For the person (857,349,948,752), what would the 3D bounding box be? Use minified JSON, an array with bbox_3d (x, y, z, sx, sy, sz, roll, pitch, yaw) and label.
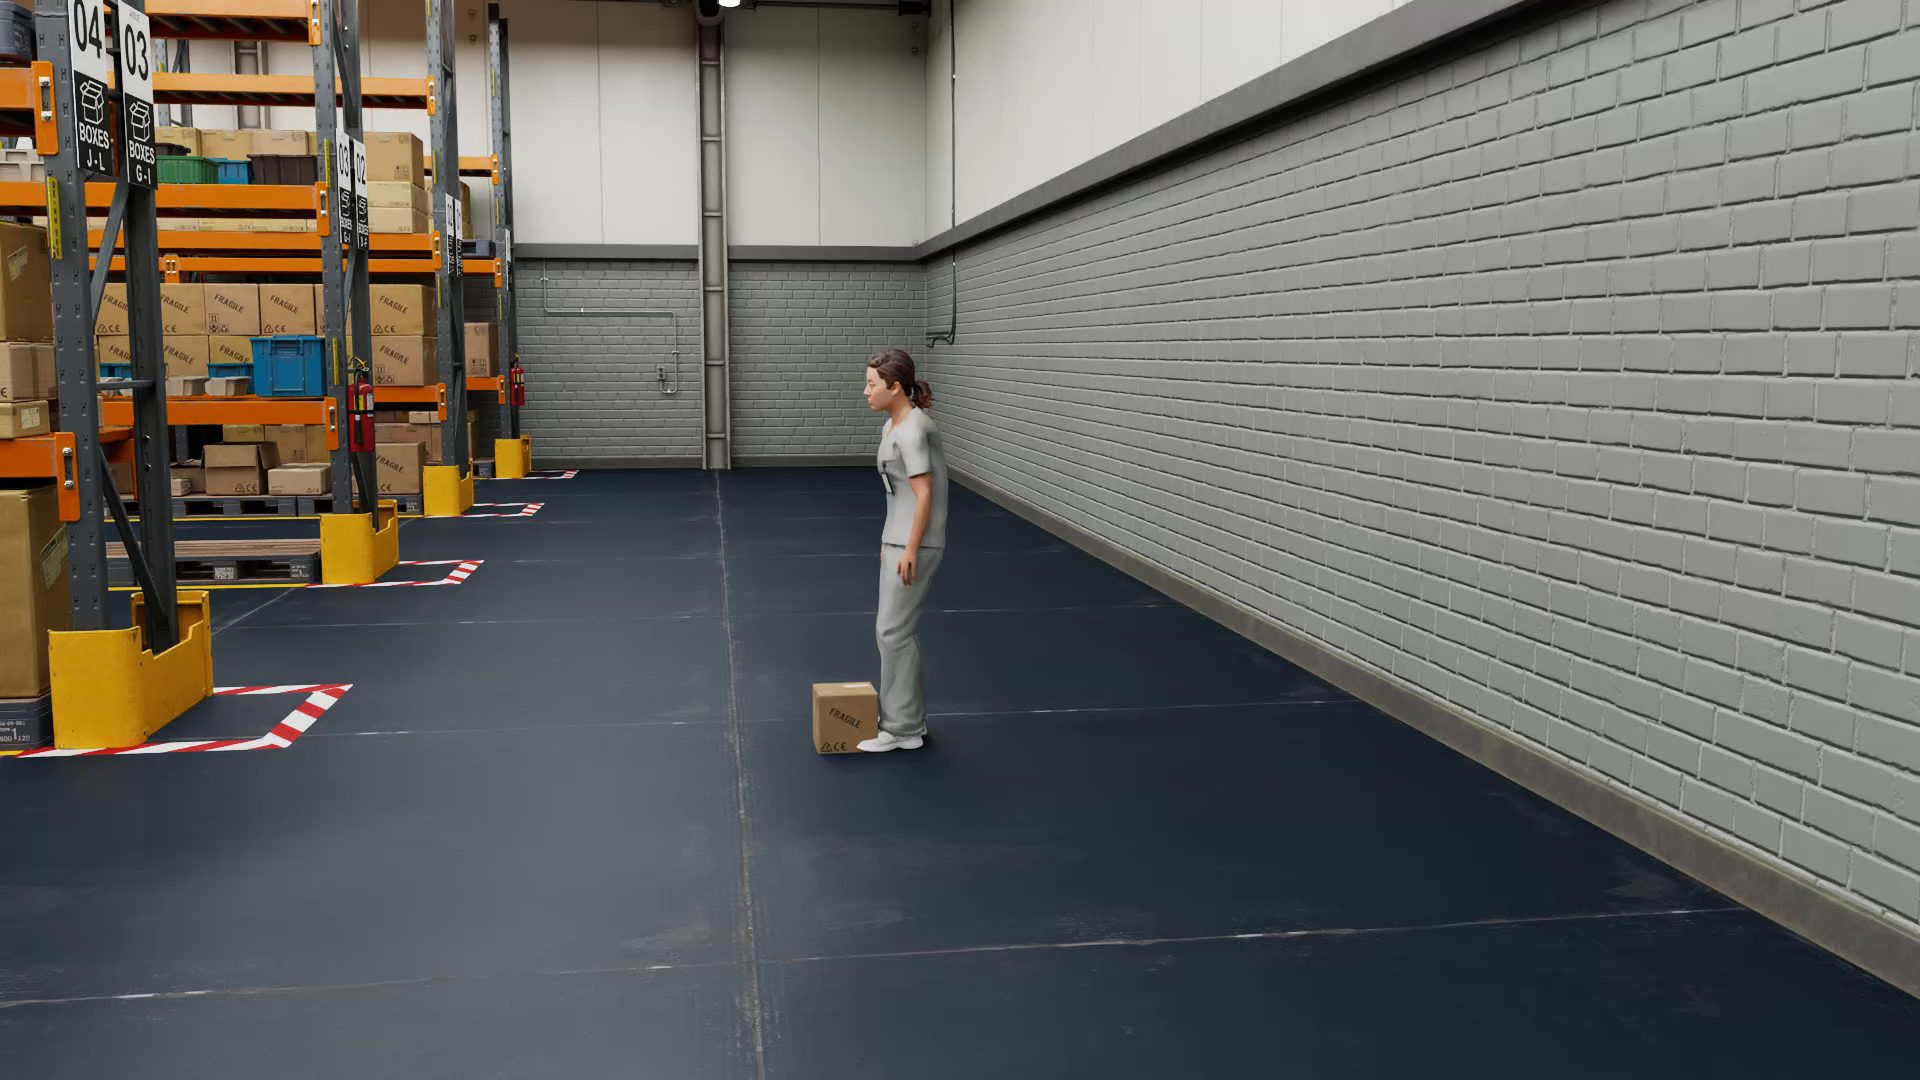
[{"bbox_3d":[-0.266,0.039,6.973,0.416,1.671,0.502,-1,7,-12],"label":"person"}]
